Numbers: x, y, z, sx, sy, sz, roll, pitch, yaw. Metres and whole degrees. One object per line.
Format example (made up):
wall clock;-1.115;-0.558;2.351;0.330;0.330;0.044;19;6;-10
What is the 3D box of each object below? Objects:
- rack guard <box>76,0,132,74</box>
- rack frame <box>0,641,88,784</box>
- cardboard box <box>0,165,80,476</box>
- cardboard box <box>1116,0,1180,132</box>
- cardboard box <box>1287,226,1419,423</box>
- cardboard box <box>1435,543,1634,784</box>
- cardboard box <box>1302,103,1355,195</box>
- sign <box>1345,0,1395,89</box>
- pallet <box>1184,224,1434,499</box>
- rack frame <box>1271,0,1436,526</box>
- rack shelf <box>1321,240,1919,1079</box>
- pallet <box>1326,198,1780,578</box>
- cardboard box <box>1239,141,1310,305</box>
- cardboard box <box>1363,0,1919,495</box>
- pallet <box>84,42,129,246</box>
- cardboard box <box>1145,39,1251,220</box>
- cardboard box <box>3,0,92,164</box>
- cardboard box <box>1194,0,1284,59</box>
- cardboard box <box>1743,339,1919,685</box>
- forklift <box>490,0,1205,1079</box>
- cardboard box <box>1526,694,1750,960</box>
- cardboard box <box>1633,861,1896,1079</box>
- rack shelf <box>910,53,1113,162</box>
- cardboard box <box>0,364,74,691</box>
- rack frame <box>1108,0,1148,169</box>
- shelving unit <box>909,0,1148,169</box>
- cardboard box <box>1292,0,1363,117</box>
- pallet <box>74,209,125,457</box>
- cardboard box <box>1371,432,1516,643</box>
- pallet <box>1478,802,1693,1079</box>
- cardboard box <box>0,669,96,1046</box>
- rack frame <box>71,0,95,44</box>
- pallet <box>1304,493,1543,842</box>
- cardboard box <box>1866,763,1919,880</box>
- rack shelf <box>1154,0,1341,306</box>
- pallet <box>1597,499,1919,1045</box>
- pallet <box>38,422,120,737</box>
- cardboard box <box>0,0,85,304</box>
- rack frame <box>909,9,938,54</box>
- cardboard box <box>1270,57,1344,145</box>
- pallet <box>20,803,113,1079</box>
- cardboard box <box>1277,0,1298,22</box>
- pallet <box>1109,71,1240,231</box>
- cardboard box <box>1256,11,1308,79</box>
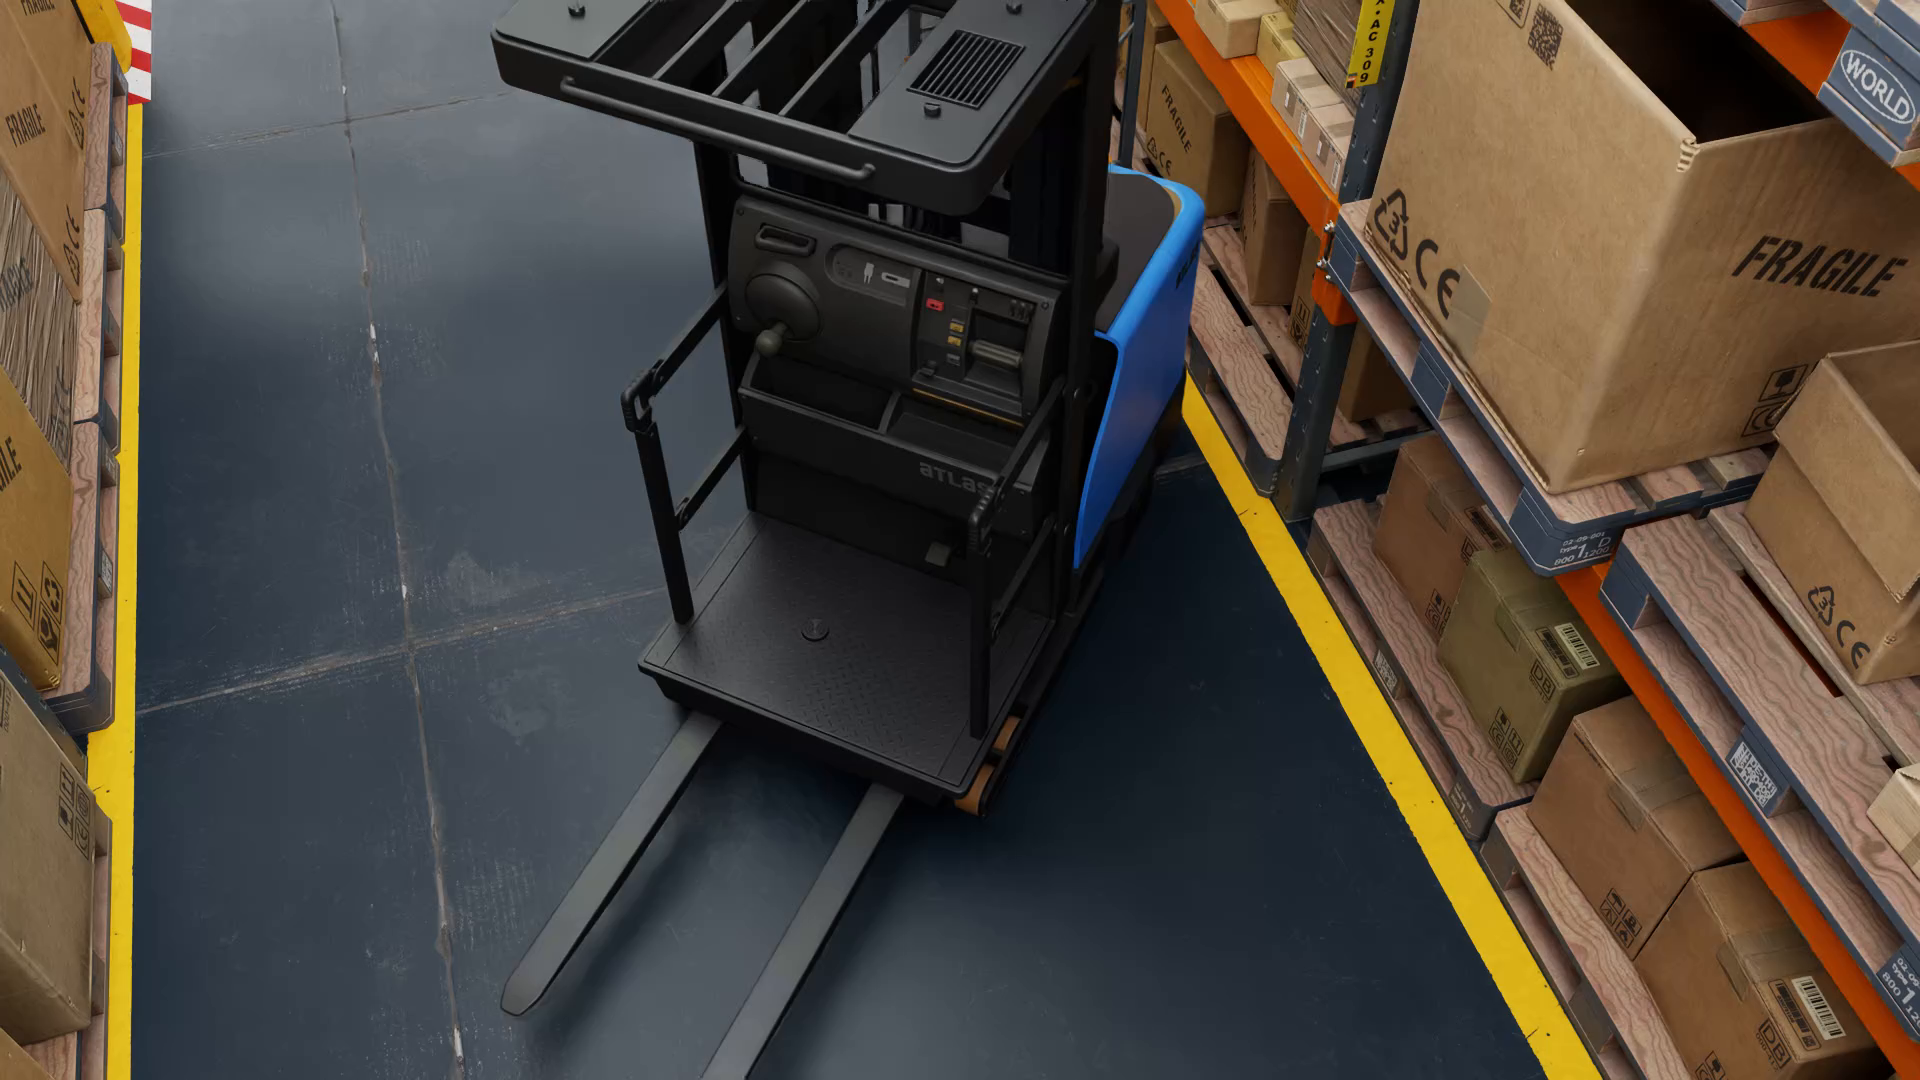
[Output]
rack guard;-4.363;-2.261;7.329;1.175;0.500;0.348;-13;51;-11
rack frame;-3.173;-0.127;3.895;1.000;3.000;0.127;-13;51;-11
cardboard box;-3.562;-0.711;5.502;0.875;0.875;0.875;-13;51;-11
cardboard box;0.958;-2.076;6.898;0.500;0.500;0.500;-9;50;-8
cardboard box;1.515;-0.806;5.828;0.500;0.500;0.500;-15;51;-12
cardboard box;1.880;0.295;4.887;0.700;0.500;0.500;-14;51;-11
cardboard box;1.251;-1.185;4.951;0.380;0.149;0.250;-13;51;-11
sign;1.079;-1.326;4.340;0.100;0.325;0.005;-13;51;-11
pallet;1.363;-0.759;6.252;1.003;0.211;1.213;-13;51;-11
rack frame;1.595;-1.175;4.779;1.000;3.000;0.127;-13;51;-11
rack shelf;2.187;0.518;3.822;1.077;0.370;4.000;-13;51;-11
pallet;1.683;-0.522;4.354;1.003;0.211;1.213;-13;51;-11
cardboard box;1.339;-1.223;6.179;0.500;0.500;0.500;1;50;1
cardboard box;1.697;-0.892;3.873;1.000;1.000;1.000;-13;51;-11
pallet;-4.044;-1.584;6.947;1.003;0.211;1.213;-13;51;-11
cardboard box;1.080;-1.658;6.546;0.500;0.500;0.500;-17;52;-14
cardboard box;-4.092;-2.019;6.605;0.875;0.875;0.875;-13;51;-11
cardboard box;0.989;-1.723;5.405;0.380;0.149;0.250;-13;51;-11
cardboard box;2.196;-0.098;3.529;0.797;0.503;0.637;-9;50;-7
forklift;-0.282;-0.501;4.256;1.130;2.935;3.031;20;53;16
cardboard box;2.045;0.703;4.542;0.700;0.500;0.500;-17;52;-14
cardboard box;2.211;1.111;4.199;0.700;0.500;0.500;-9;51;-8
rack shelf;0.206;-1.537;6.299;0.538;0.185;1.000;-14;51;-12
cardboard box;-3.292;-0.053;4.948;0.875;0.875;0.875;-13;51;-10
rack frame;0.367;-1.284;5.851;0.500;1.500;0.032;-14;51;-12
shelving unit;0.209;-1.646;6.156;0.587;1.500;1.083;-14;51;-12
cardboard box;1.521;-1.646;4.916;0.875;0.500;0.500;-13;51;-11
pallet;-3.687;-0.694;6.197;1.003;0.211;1.213;-13;51;-11
cardboard box;1.756;-0.058;5.184;0.700;0.500;0.500;-17;52;-14
pallet;2.192;1.185;4.613;1.003;0.211;1.213;-13;51;-11
cardboard box;-2.903;0.895;4.230;1.050;0.750;0.750;-14;51;-11
rack frame;-4.355;-3.049;6.358;1.000;3.000;0.127;-13;51;-11
pallet;1.827;0.292;5.366;1.003;0.211;1.213;-13;51;-11
cardboard box;2.027;0.498;3.182;0.396;0.266;0.258;-15;51;-12
rack shelf;1.004;-2.404;6.285;1.077;0.370;4.000;-13;51;-11
pallet;2.154;0.372;3.600;1.003;0.211;1.213;-13;51;-11
pallet;-3.323;0.198;5.445;1.003;0.211;1.213;-13;51;-11
cardboard box;-3.830;-1.377;6.064;0.875;0.875;0.875;-14;51;-12
rack frame;0.046;-2.022;6.472;0.500;1.500;0.032;-14;51;-12
cardboard box;1.186;-1.369;5.107;0.380;0.149;0.250;-13;51;-11
pallet;-2.872;1.318;4.501;1.003;0.211;1.213;-13;51;-11
cardboard box;1.407;-2.019;5.230;0.875;0.500;0.500;-13;51;-11
pallet;0.999;-1.651;7.004;1.003;0.211;1.213;-13;51;-11
cardboard box;1.170;-1.566;5.272;0.380;0.149;0.250;-13;51;-11
